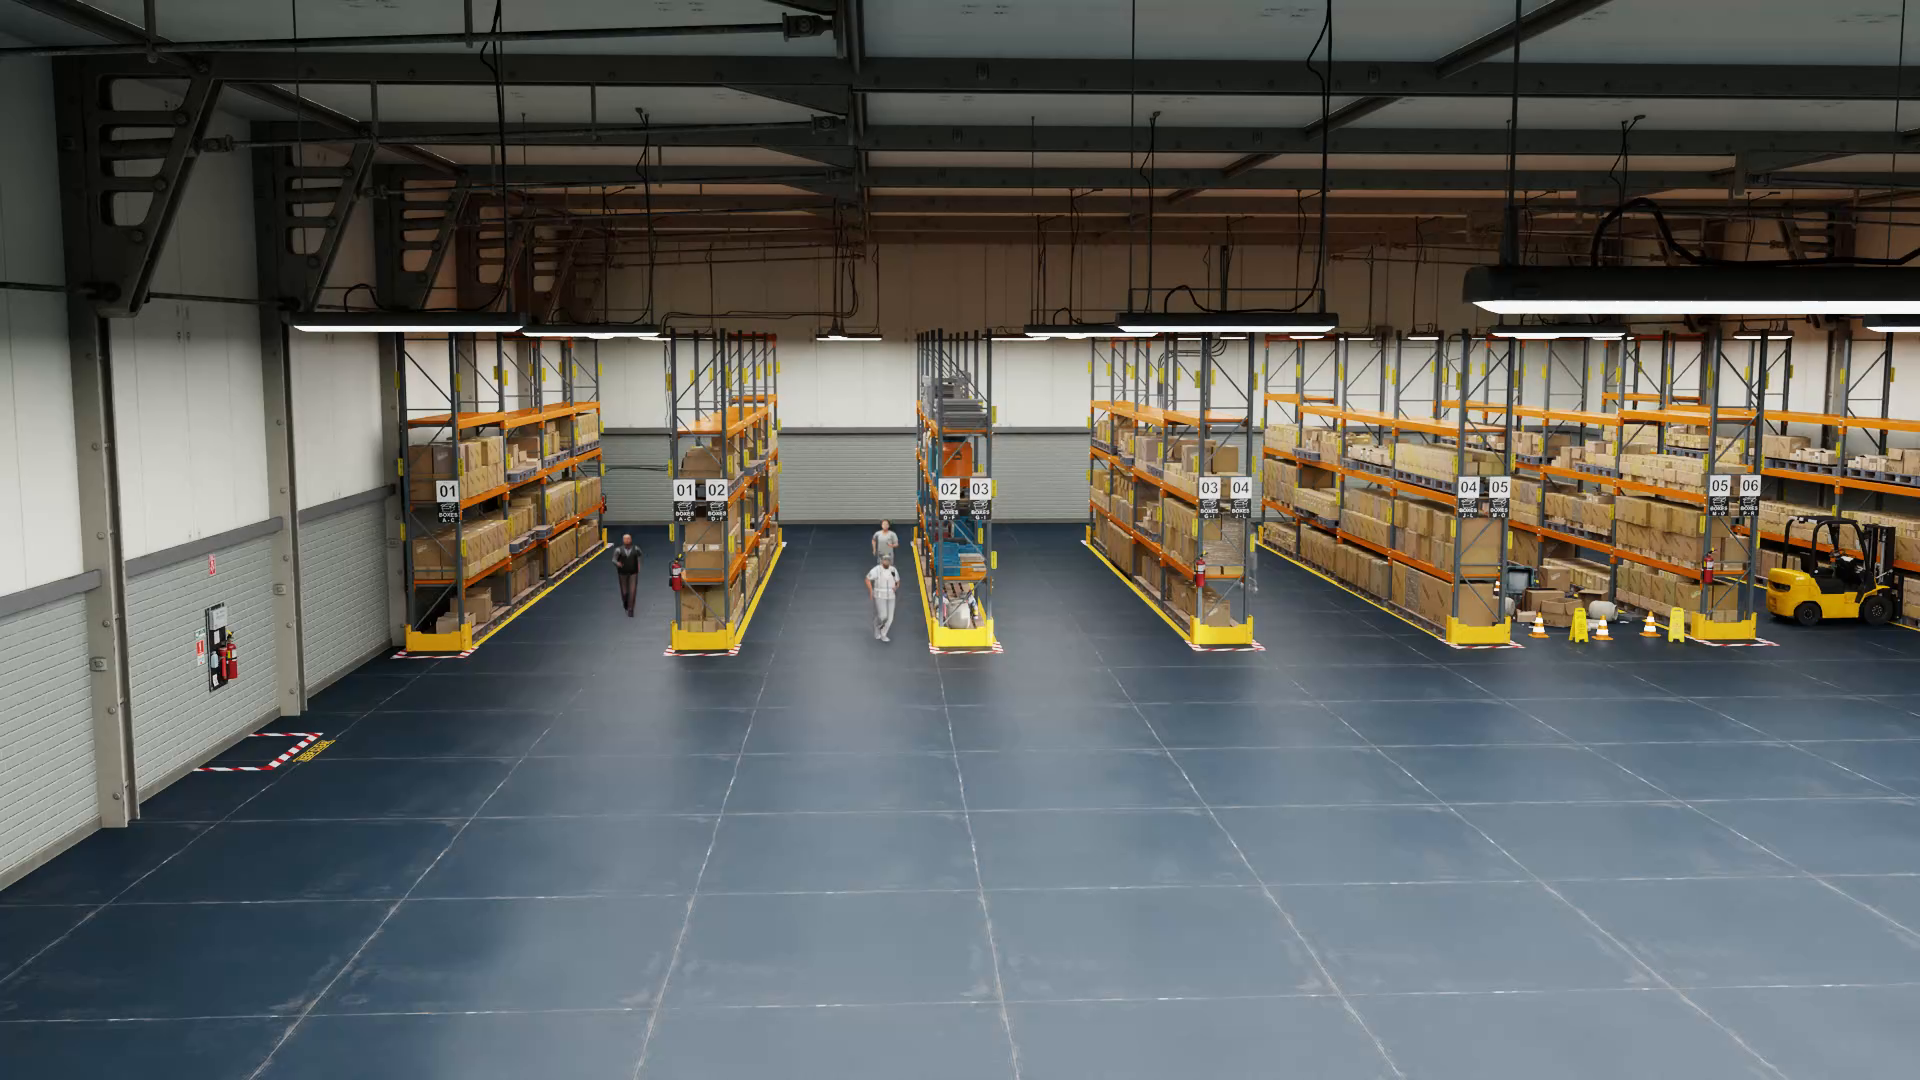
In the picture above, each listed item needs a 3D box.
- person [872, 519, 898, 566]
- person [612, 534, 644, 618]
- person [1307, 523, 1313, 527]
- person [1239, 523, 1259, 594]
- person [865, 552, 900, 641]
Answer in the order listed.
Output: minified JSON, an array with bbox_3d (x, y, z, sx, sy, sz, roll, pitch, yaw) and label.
[{"bbox_3d":[-1.598,0.397,35.576,0.563,1.698,0.899,0,7,-3],"label":"person"},{"bbox_3d":[-7.002,0.735,35.089,0.661,1.717,0.936,-1,7,-12],"label":"person"},{"bbox_3d":[10.513,-0.836,49.207,0.598,1.578,0.537,0,7,-2],"label":"person"},{"bbox_3d":[6.691,0.393,38.480,0.539,1.606,0.829,-1,7,-12],"label":"person"},{"bbox_3d":[-1.433,1.091,31.990,0.648,1.735,0.580,-3,7,-22],"label":"person"}]
